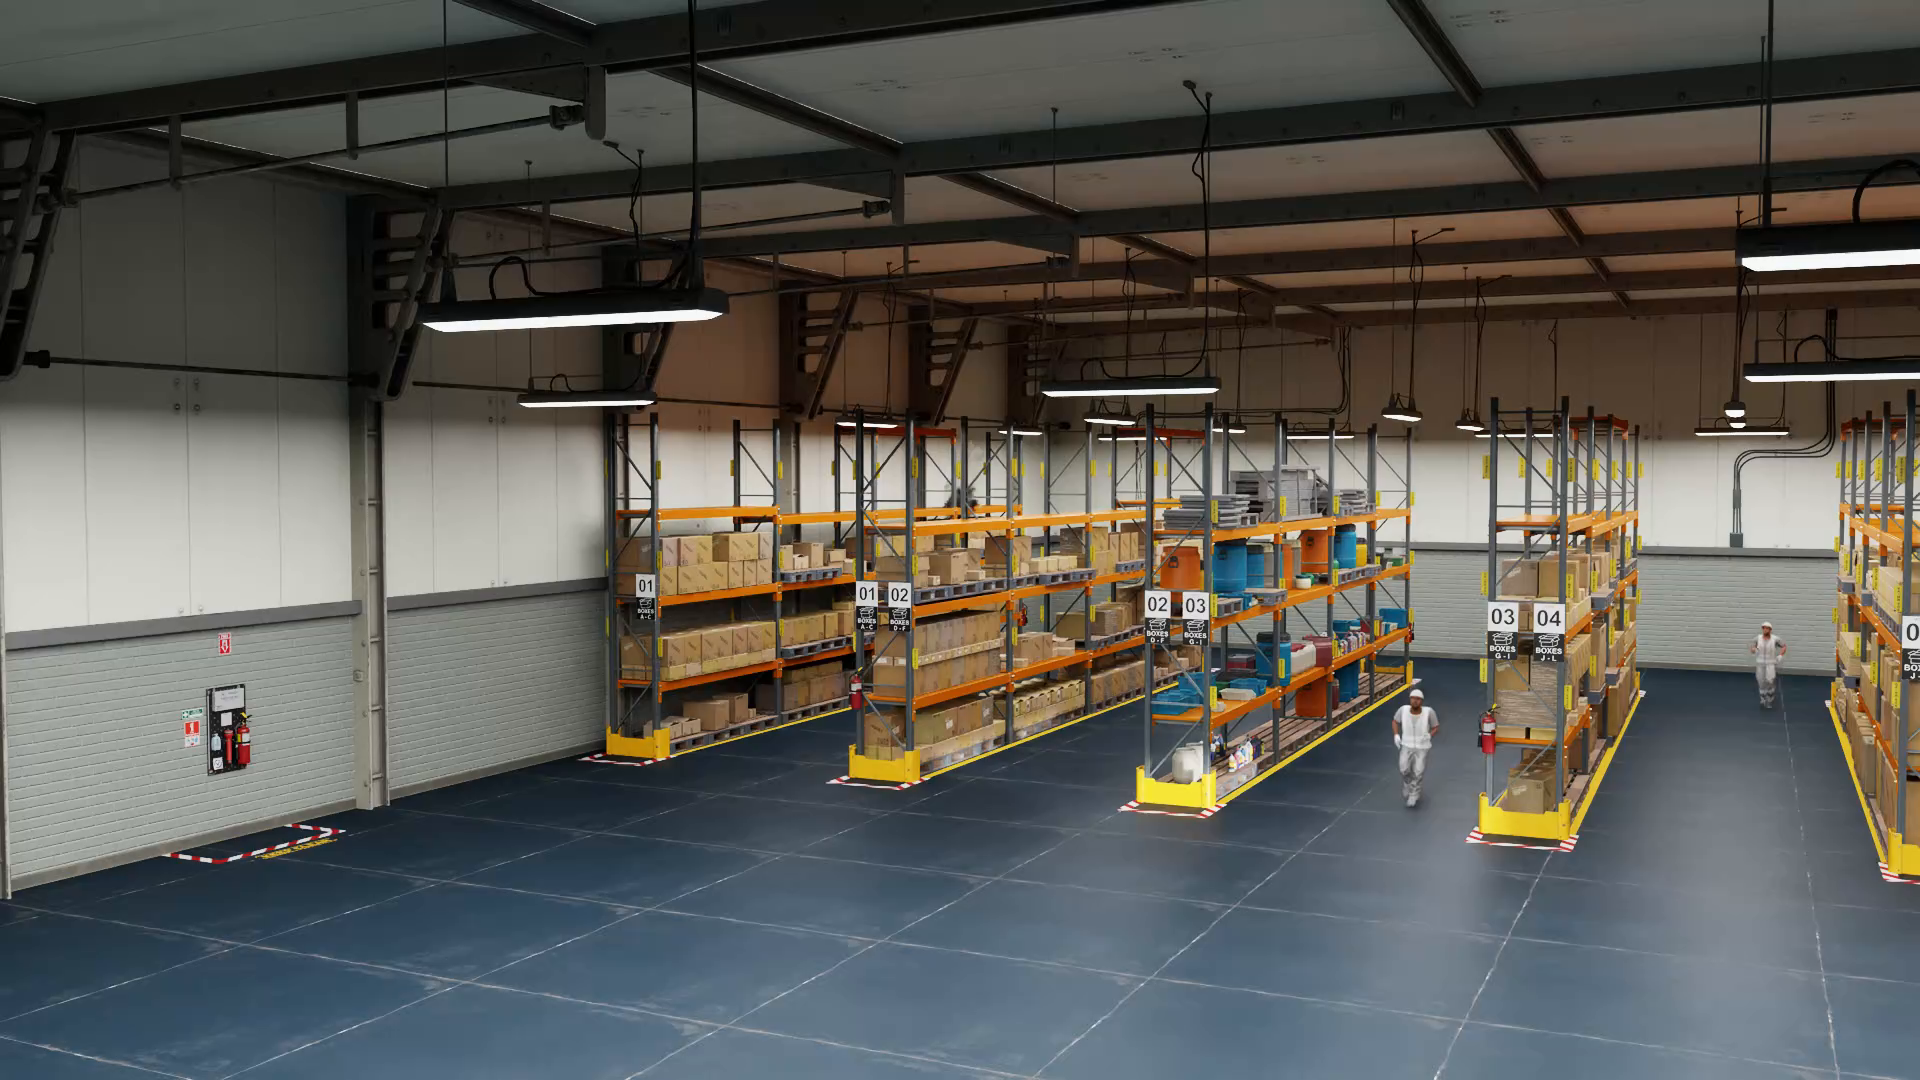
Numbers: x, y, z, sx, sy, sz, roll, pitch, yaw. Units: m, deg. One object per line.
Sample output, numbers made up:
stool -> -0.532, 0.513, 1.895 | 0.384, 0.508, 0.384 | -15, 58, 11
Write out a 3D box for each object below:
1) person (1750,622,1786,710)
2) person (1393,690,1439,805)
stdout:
person -> 16.936, 2.650, 34.930 | 0.651, 1.840, 0.684 | 2, 3, 38
person -> 6.766, 3.065, 24.742 | 0.688, 1.681, 0.568 | 1, 3, 21
